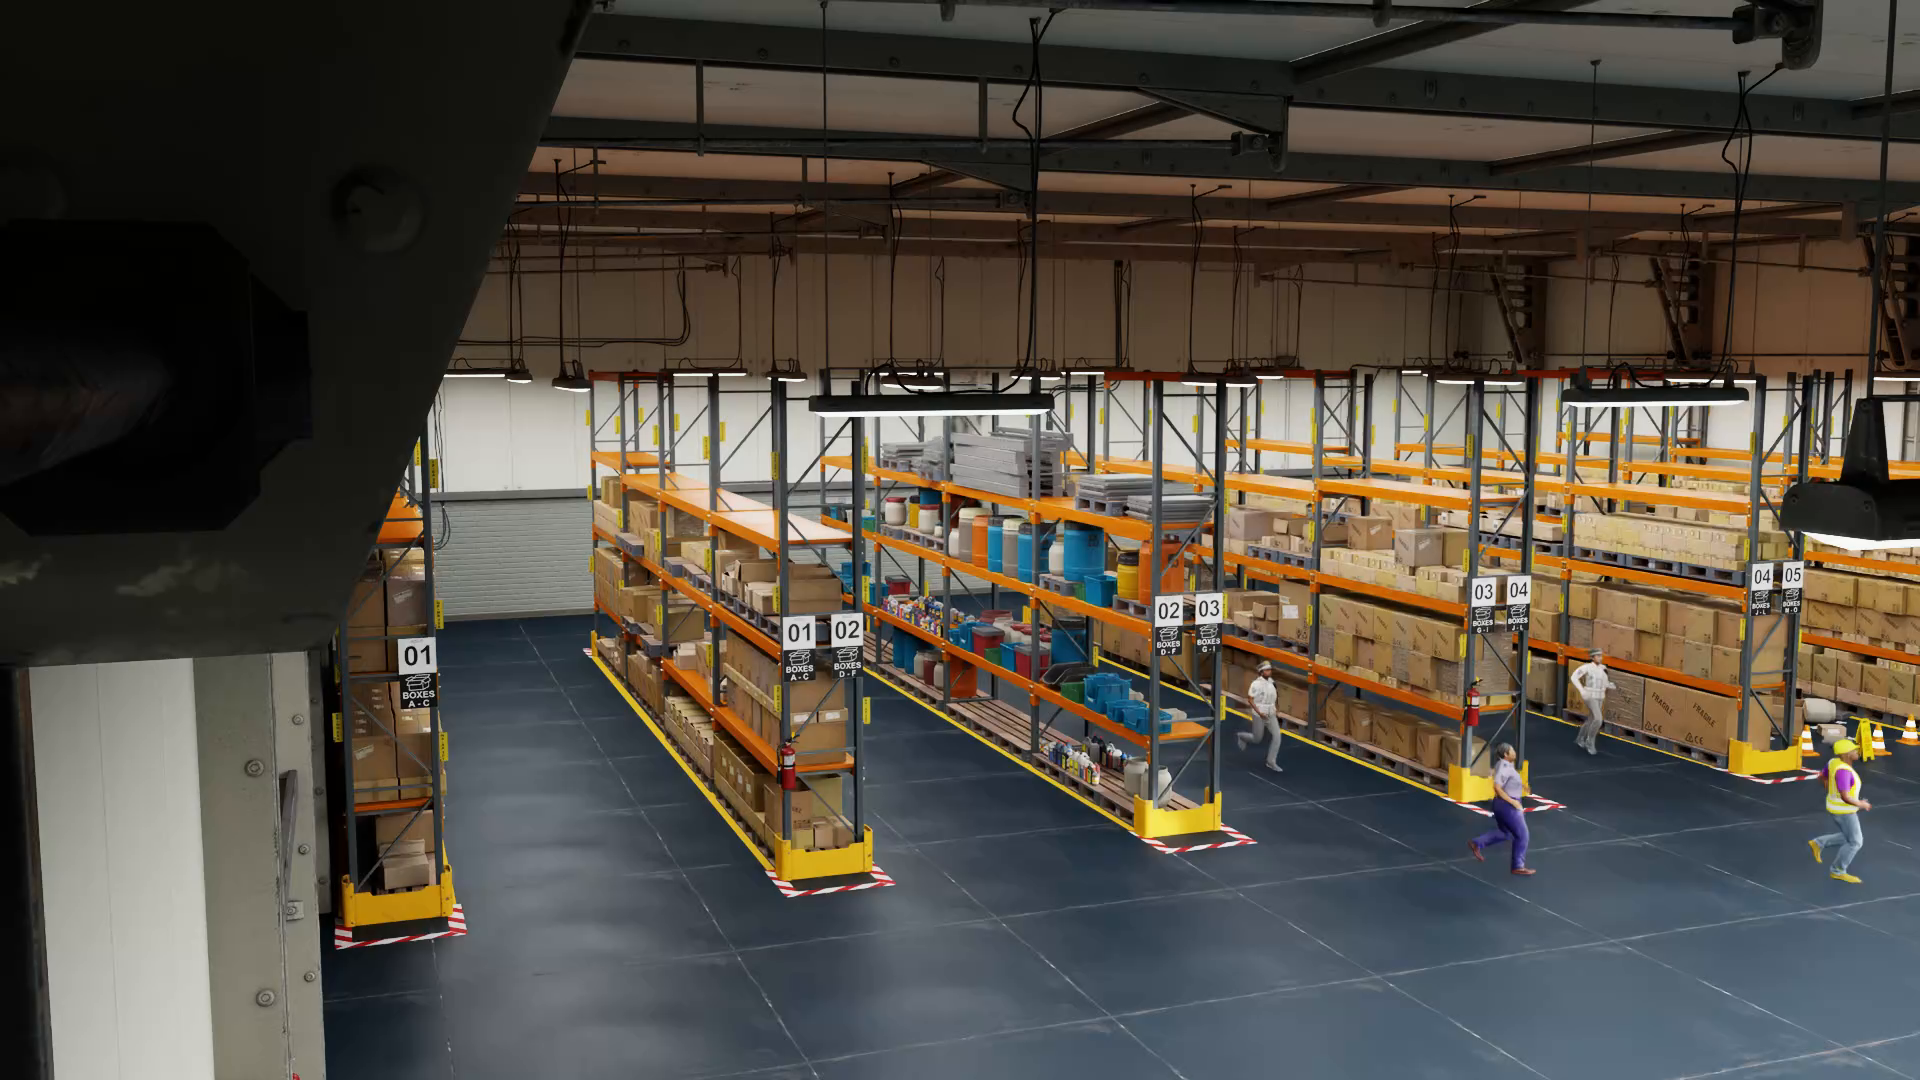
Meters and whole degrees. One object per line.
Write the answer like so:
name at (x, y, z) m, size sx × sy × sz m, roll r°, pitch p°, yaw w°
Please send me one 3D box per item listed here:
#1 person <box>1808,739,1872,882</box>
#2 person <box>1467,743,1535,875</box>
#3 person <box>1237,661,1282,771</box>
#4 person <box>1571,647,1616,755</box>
person at (10.615, 3.250, 20.054) m, size 0.613 × 1.727 × 0.736 m, roll 2°, pitch 7°, yaw 15°
person at (6.649, 3.269, 20.309) m, size 0.774 × 1.611 × 0.619 m, roll 1°, pitch 6°, yaw 9°
person at (4.637, 2.677, 25.597) m, size 0.531 × 1.682 × 0.864 m, roll -4°, pitch 7°, yaw -31°
person at (10.091, 2.552, 26.465) m, size 0.588 × 1.732 × 0.715 m, roll -3°, pitch 7°, yaw -27°
